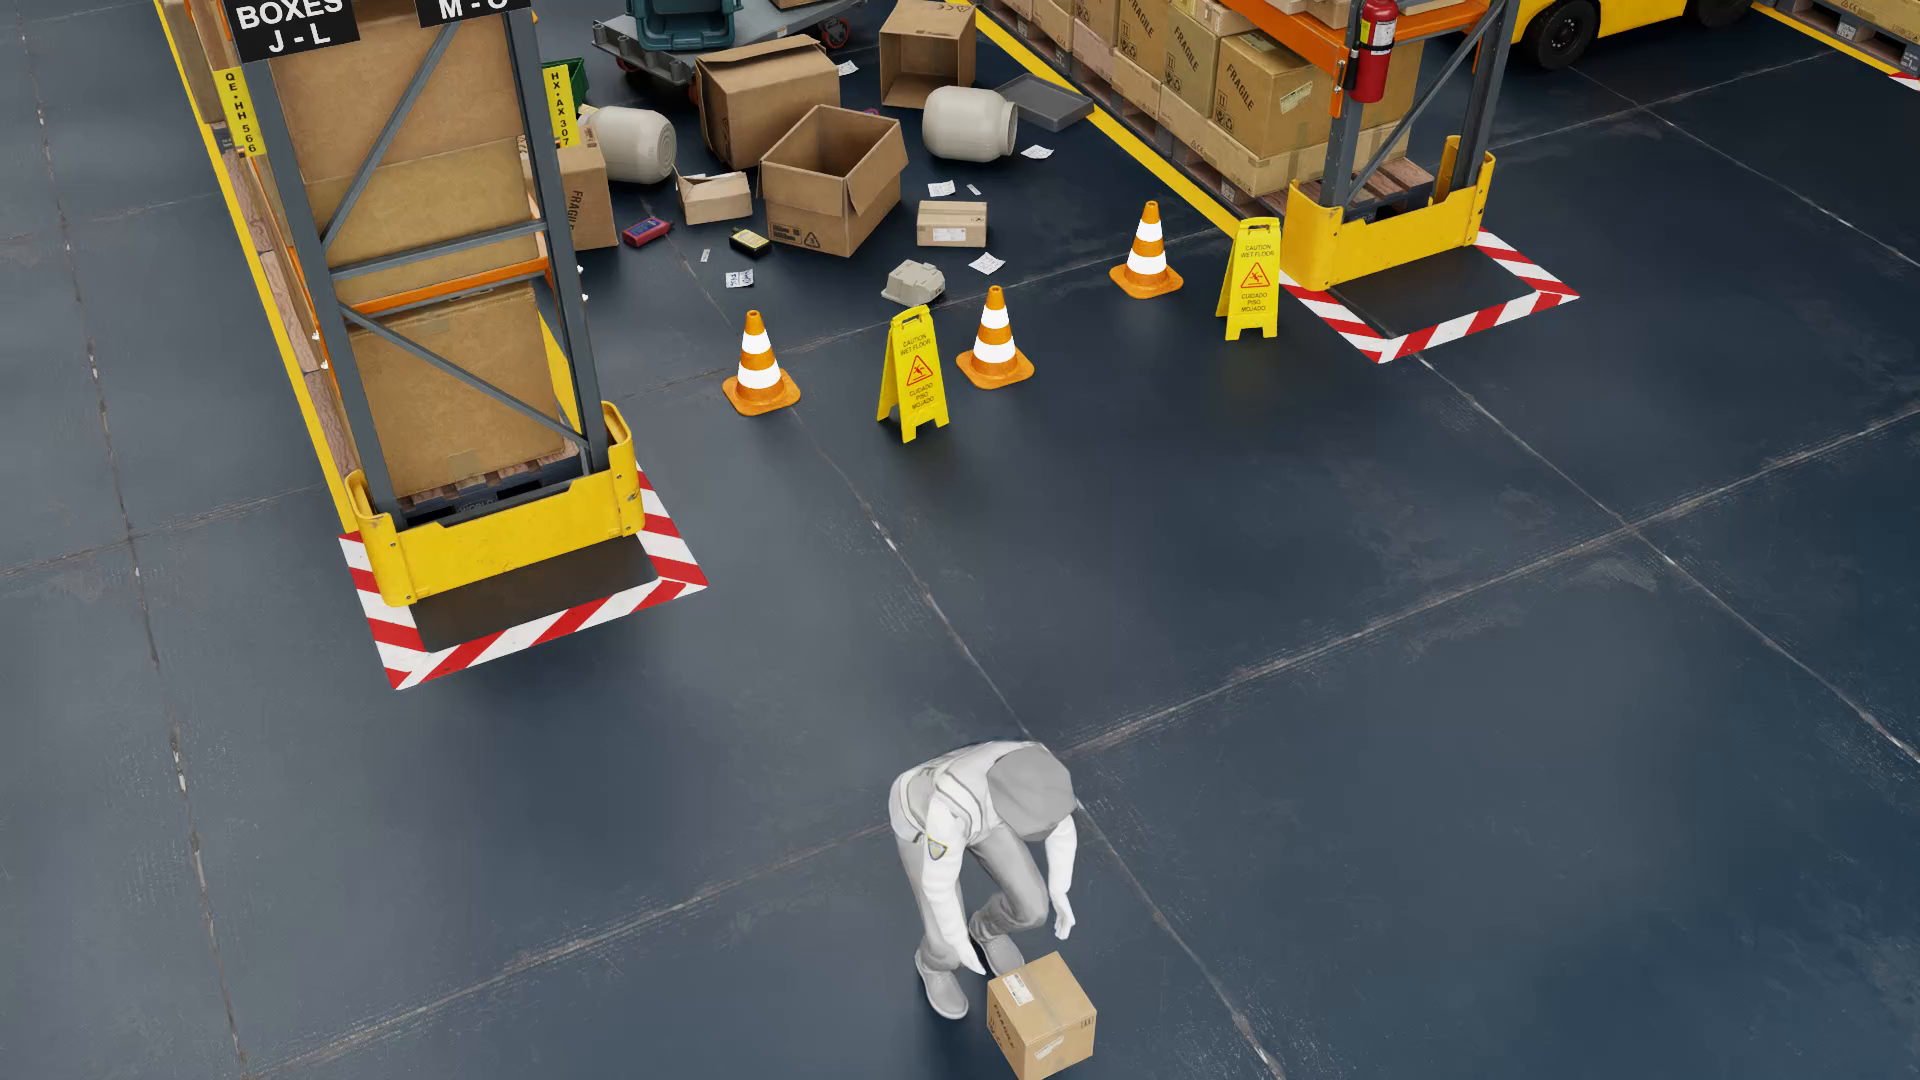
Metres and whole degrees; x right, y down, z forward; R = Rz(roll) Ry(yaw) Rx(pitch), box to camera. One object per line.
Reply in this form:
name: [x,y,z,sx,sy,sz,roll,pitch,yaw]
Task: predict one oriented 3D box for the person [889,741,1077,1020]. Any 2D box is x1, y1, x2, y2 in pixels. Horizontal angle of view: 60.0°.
person: [0.079,1.014,5.277,0.519,1.322,0.737,-19,45,-20]
